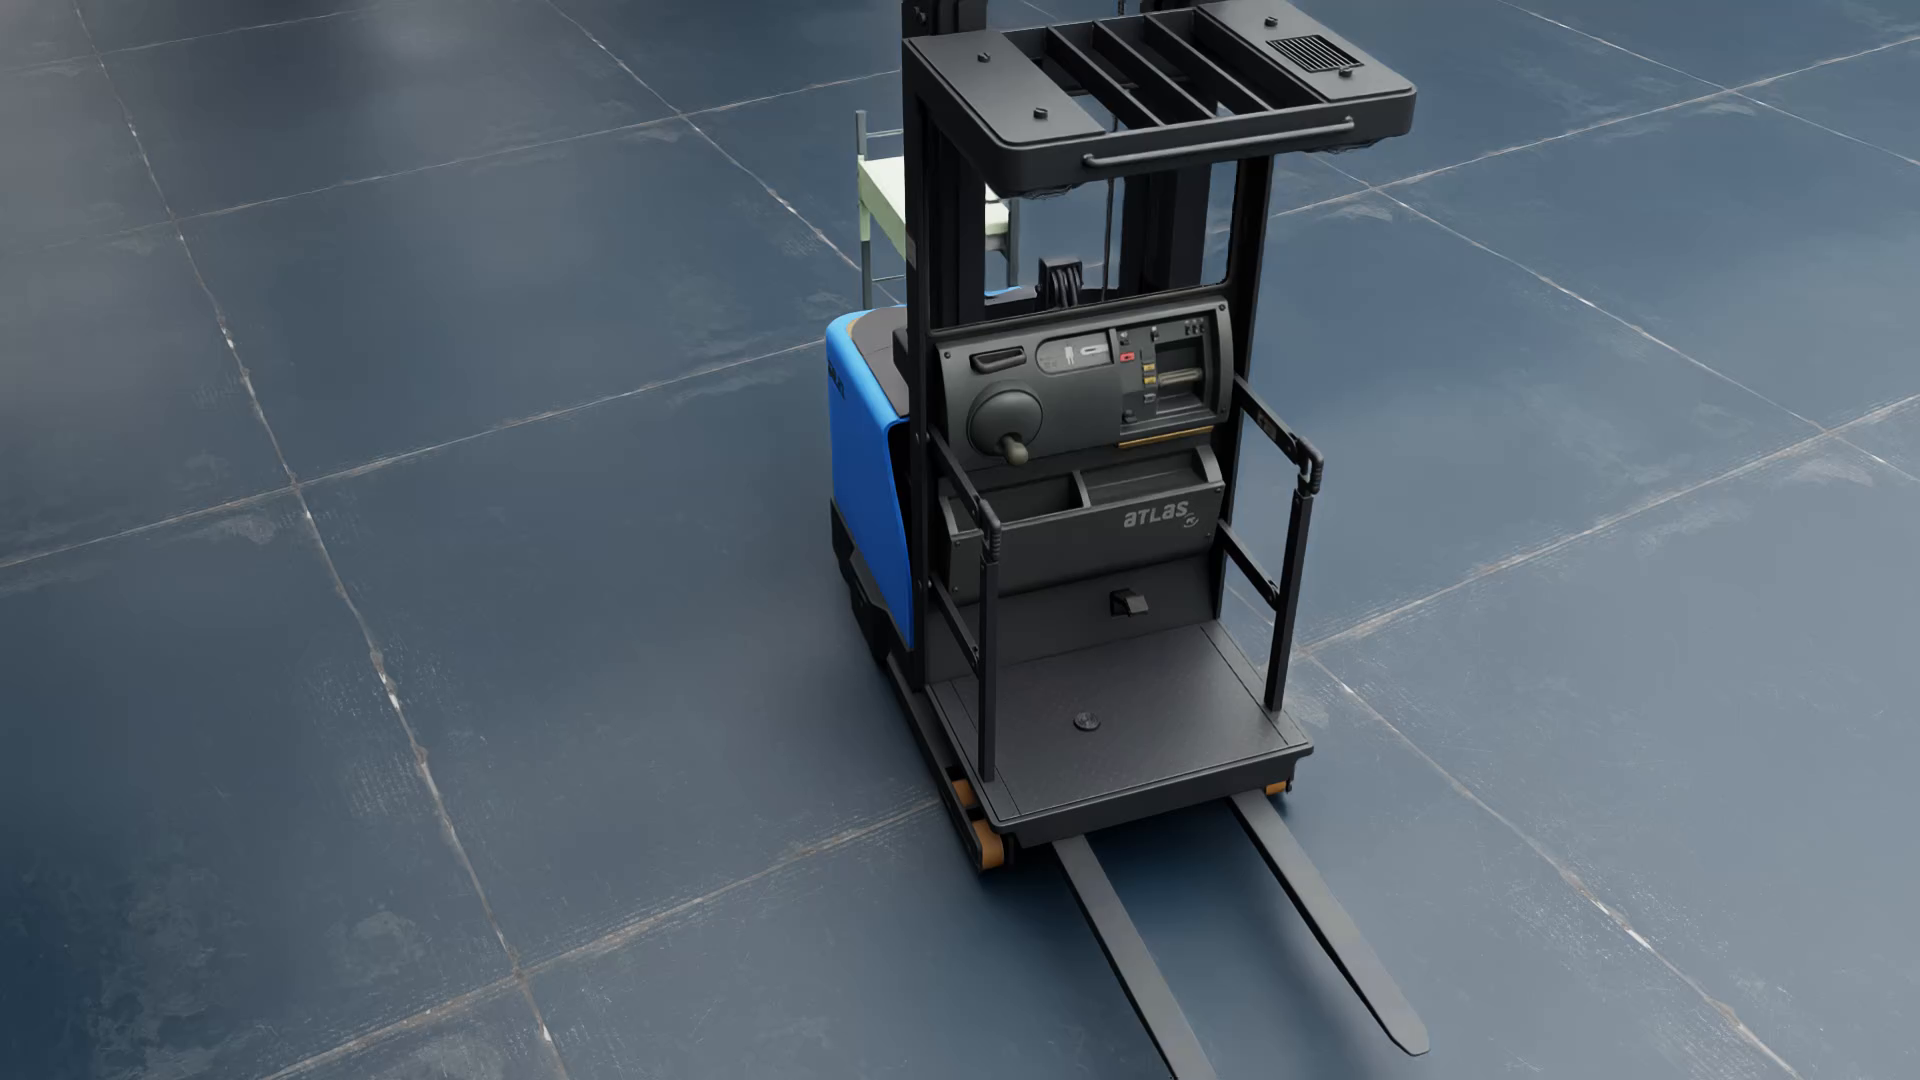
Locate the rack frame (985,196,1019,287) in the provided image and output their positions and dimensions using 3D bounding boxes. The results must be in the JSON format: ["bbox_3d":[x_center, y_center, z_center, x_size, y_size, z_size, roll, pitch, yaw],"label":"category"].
[{"bbox_3d":[0.025,-0.698,6.434,0.400,1.500,0.023,-12,38,-15],"label":"rack frame"}]

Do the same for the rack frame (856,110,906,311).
[{"bbox_3d":[-0.216,-1.106,6.992,0.400,1.500,0.023,-12,38,-15],"label":"rack frame"}]

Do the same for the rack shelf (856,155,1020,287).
[{"bbox_3d":[-0.095,-1.217,6.483,0.431,0.370,0.720,-12,38,-15],"label":"rack shelf"}]

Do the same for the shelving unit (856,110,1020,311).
[{"bbox_3d":[-0.095,-0.902,6.713,0.431,1.500,0.755,-12,38,-15],"label":"shelving unit"}]

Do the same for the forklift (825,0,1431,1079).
[{"bbox_3d":[0.460,-0.405,4.820,1.130,2.935,3.031,-12,38,-15],"label":"forklift"}]
